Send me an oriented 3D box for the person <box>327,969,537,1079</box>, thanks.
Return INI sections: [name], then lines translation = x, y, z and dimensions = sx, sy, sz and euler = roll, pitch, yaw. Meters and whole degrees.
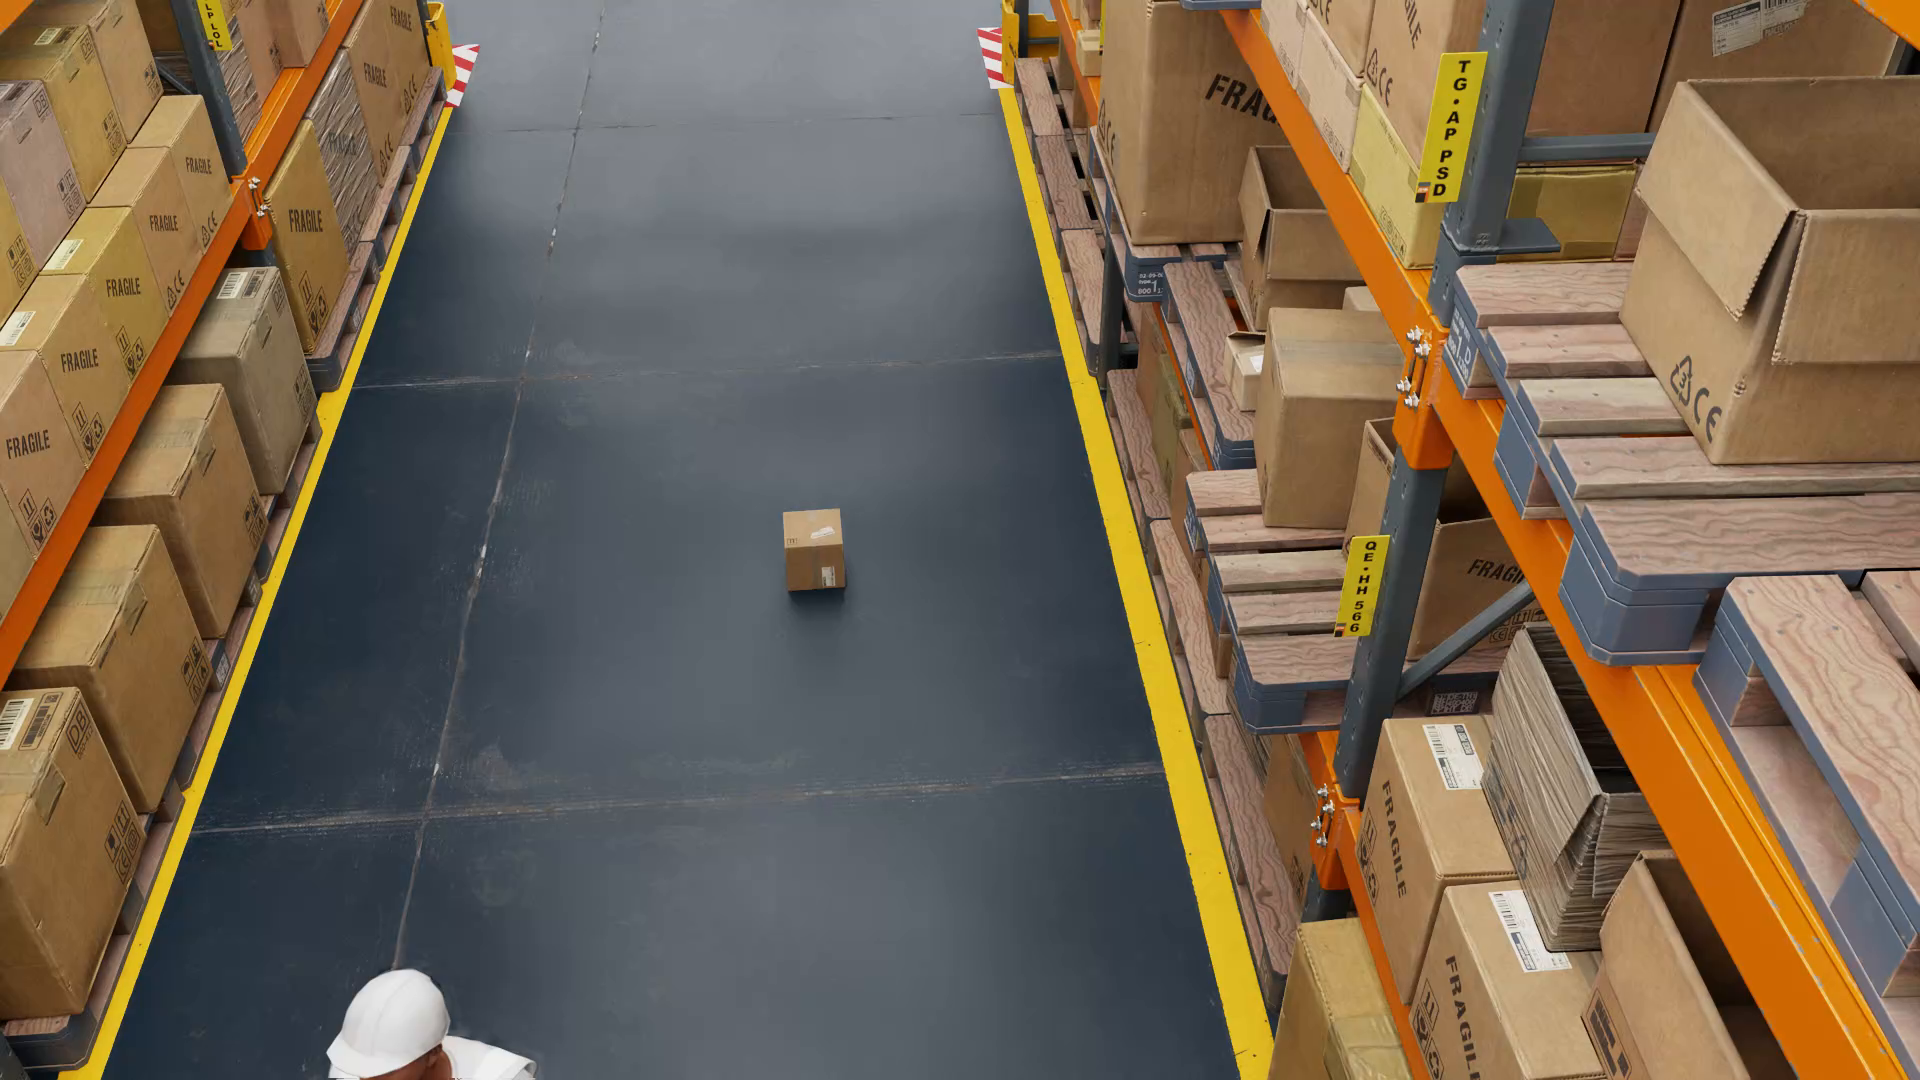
[person]
translation = -1.200, 1.640, 4.074
dimensions = 0.554, 1.761, 0.834
euler = 6, 39, 8
